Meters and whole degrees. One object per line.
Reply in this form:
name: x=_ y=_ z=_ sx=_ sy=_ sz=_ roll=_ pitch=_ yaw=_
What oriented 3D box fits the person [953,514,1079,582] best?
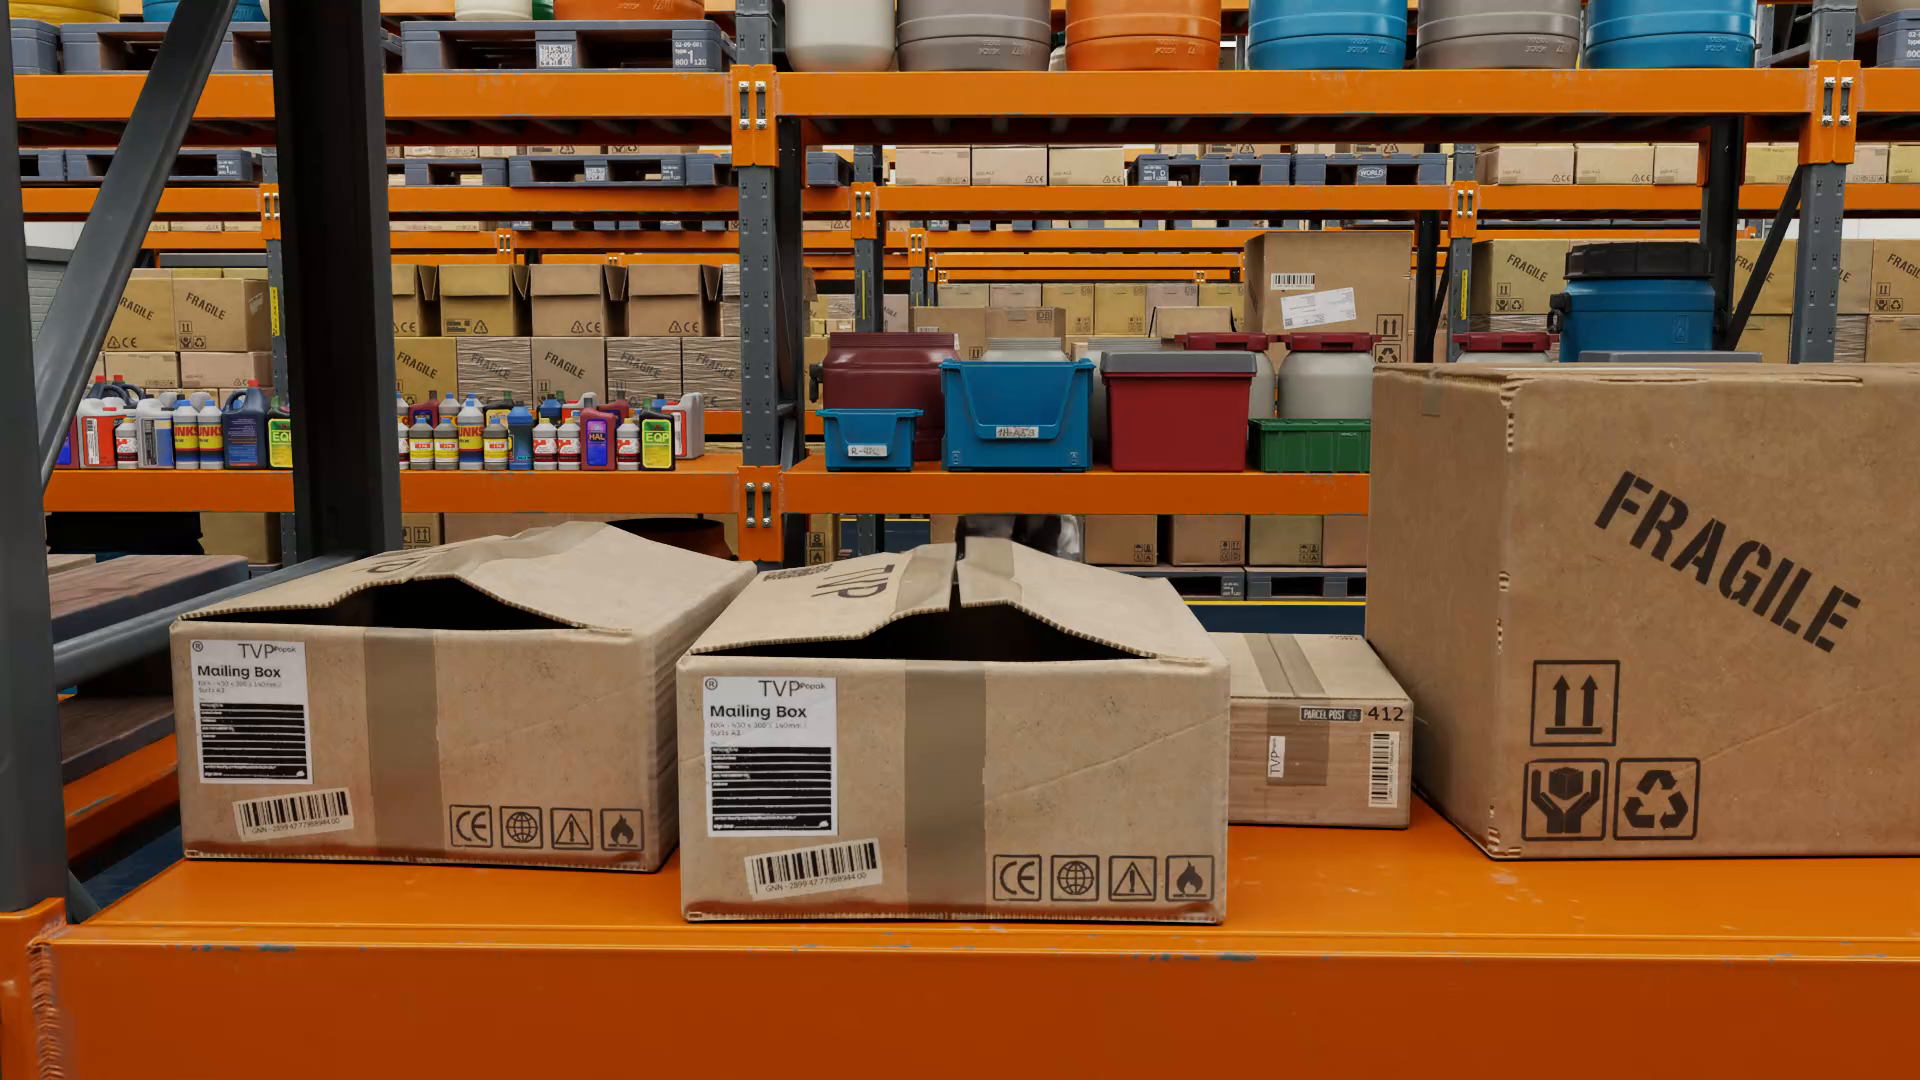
person: x=0.250 y=0.326 z=7.282 sx=0.501 sy=1.223 sz=1.016 roll=2 pitch=7 yaw=17
